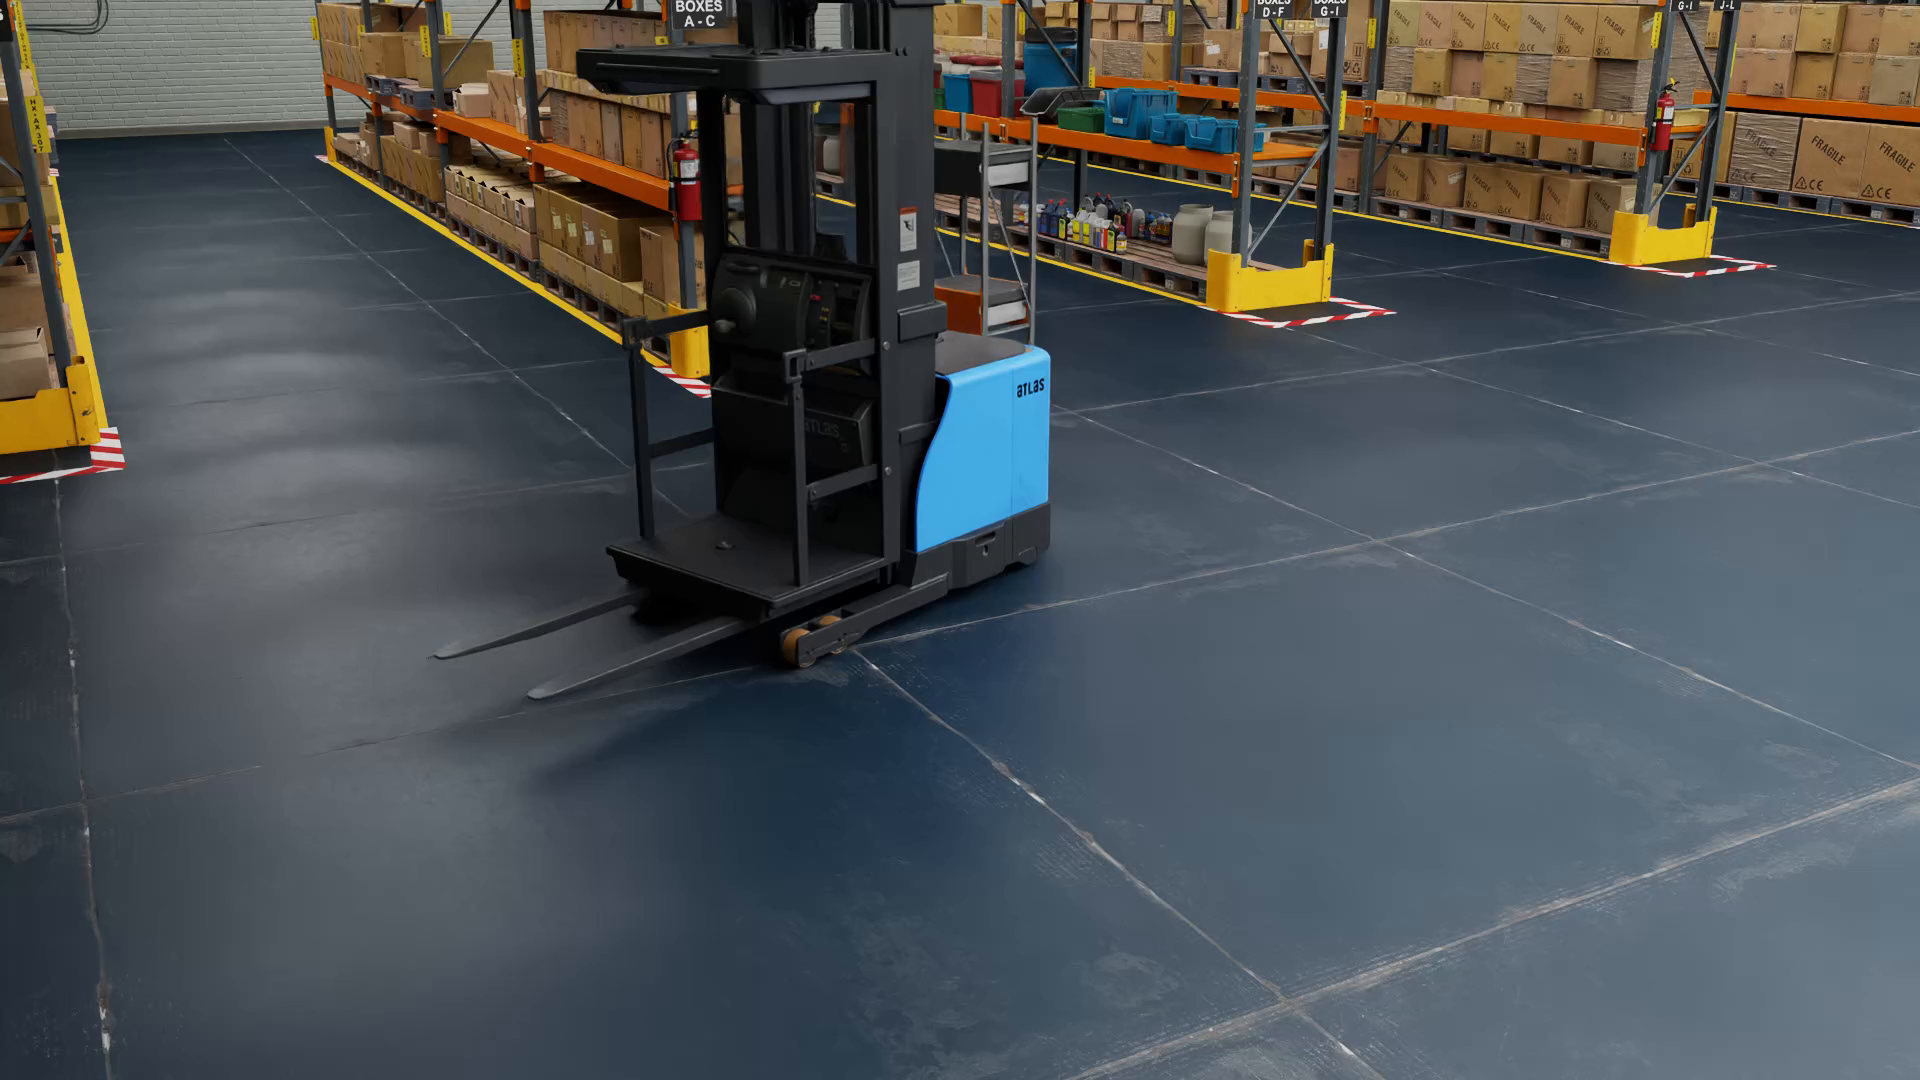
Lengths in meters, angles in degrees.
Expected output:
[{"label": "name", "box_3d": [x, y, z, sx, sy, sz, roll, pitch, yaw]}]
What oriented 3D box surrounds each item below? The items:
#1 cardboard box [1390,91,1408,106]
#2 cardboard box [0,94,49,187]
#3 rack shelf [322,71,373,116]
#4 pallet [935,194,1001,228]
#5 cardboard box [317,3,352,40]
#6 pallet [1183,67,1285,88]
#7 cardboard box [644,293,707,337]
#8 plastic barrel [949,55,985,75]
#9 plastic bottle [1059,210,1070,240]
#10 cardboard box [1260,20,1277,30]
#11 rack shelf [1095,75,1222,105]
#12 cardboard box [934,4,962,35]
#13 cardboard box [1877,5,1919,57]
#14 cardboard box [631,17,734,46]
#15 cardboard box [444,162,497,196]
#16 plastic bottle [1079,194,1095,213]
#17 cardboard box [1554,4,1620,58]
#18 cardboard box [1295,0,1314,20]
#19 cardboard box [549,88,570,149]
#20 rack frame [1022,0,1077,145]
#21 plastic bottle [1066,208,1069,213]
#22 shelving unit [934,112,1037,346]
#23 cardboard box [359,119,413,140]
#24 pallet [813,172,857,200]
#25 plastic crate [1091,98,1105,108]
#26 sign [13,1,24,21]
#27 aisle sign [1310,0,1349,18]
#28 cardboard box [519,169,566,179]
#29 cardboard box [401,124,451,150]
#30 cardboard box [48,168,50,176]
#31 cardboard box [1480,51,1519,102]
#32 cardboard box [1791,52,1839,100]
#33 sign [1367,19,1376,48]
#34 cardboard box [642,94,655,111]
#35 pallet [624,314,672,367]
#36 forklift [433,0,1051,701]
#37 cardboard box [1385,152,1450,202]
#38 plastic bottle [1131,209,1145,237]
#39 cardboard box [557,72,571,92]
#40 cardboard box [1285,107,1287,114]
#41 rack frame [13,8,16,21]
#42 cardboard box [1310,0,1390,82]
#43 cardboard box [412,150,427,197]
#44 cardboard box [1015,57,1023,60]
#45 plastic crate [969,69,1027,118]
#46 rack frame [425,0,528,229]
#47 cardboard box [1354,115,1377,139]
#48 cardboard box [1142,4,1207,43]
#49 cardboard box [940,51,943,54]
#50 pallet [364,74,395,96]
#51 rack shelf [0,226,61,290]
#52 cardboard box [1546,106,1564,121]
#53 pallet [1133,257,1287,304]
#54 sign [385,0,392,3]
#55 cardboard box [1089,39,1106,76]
[{"label": "cardboard box", "box_3d": [5.203, -5.107, 19.217, 0.380, 0.149, 0.250, -10, 21, -27]}, {"label": "cardboard box", "box_3d": [-5.882, -2.434, 10.137, 0.500, 0.500, 0.500, -10, 21, -27]}, {"label": "rack shelf", "box_3d": [-8.210, -6.405, 23.697, 1.077, 0.370, 4.000, -10, 21, -27]}, {"label": "pallet", "box_3d": [-0.091, -3.892, 19.588, 1.003, 0.211, 1.213, -10, 21, -27]}, {"label": "cardboard box", "box_3d": [-9.181, -7.671, 24.576, 0.500, 0.500, 0.500, -9, 21, -25]}, {"label": "pallet", "box_3d": [3.791, -6.277, 22.518, 1.213, 0.211, 1.003, -10, 21, -27]}, {"label": "cardboard box", "box_3d": [-2.077, -1.733, 12.626, 0.500, 0.250, 0.500, -10, 21, -27]}, {"label": "plastic barrel", "box_3d": [0.084, -5.348, 19.323, 0.433, 0.535, 0.433, 0, 19, 0]}, {"label": "plastic bottle", "box_3d": [1.049, -3.160, 16.681, 0.061, 0.283, 0.133, -9, 21, -24]}, {"label": "cardboard box", "box_3d": [5.394, -8.726, 28.712, 0.500, 0.500, 0.500, -10, 21, -27]}, {"label": "rack shelf", "box_3d": [2.409, -6.790, 24.813, 1.077, 0.370, 4.000, -10, 21, -27]}, {"label": "cardboard box", "box_3d": [-0.212, -8.953, 28.604, 0.500, 0.500, 0.500, -11, 22, -28]}, {"label": "cardboard box", "box_3d": [11.086, -5.836, 19.060, 0.875, 0.550, 0.550, -10, 21, -27]}, {"label": "cardboard box", "box_3d": [-2.052, -3.688, 12.578, 0.700, 0.500, 0.500, -11, 22, -28]}, {"label": "cardboard box", "box_3d": [-5.371, -3.990, 18.309, 0.500, 0.311, 0.500, -9, 21, -25]}, {"label": "plastic bottle", "box_3d": [1.332, -3.434, 17.370, 0.144, 0.351, 0.185, -10, 21, -27]}, {"label": "cardboard box", "box_3d": [6.436, -5.182, 16.908, 0.500, 0.500, 0.500, -10, 21, -27]}, {"label": "cardboard box", "box_3d": [5.872, -9.271, 28.758, 0.500, 0.500, 0.500, -9, 21, -25]}, {"label": "cardboard box", "box_3d": [-3.246, -3.795, 14.878, 0.700, 0.500, 0.500, -11, 22, -28]}, {"label": "rack frame", "box_3d": [1.459, -7.704, 26.359, 1.000, 3.000, 0.127, -10, 21, -27]}, {"label": "plastic bottle", "box_3d": [1.092, -3.240, 16.930, 0.097, 0.271, 0.097, 0, 19, 0]}, {"label": "shelving unit", "box_3d": [0.068, -1.129, 8.685, 0.503, 2.100, 0.431, 17, 25, 40]}, {"label": "cardboard box", "box_3d": [-8.157, -5.737, 23.812, 0.797, 0.503, 0.637, -10, 21, -27]}, {"label": "pallet", "box_3d": [-1.411, -4.690, 21.900, 1.003, 0.211, 1.213, -10, 21, -27]}, {"label": "plastic crate", "box_3d": [1.664, -4.294, 16.706, 0.499, 0.251, 0.616, -10, 21, -27]}, {"label": "sign", "box_3d": [-13.034, -7.290, 23.021, 0.100, 0.325, 0.005, -10, 21, -27]}, {"label": "aisle sign", "box_3d": [3.091, -4.746, 13.800, 0.394, 0.787, 0.004, -10, 21, -27]}, {"label": "cardboard box", "box_3d": [-4.406, -3.780, 17.701, 0.500, 0.311, 0.500, -10, 21, -27]}, {"label": "cardboard box", "box_3d": [-6.532, -4.944, 20.368, 0.500, 0.250, 0.500, -10, 22, -28]}, {"label": "cardboard box", "box_3d": [-6.368, -2.379, 11.127, 0.500, 0.250, 0.500, -10, 22, -28]}, {"label": "cardboard box", "box_3d": [6.151, -5.030, 18.000, 0.875, 0.500, 0.500, -10, 21, -27]}, {"label": "cardboard box", "box_3d": [10.631, -5.649, 20.175, 0.875, 0.550, 0.500, -10, 21, -27]}, {"label": "sign", "box_3d": [4.771, -5.868, 19.263, 0.100, 0.325, 0.005, -10, 21, -27]}, {"label": "cardboard box", "box_3d": [-2.159, -3.308, 12.472, 0.380, 0.149, 0.250, -10, 22, -27]}, {"label": "pallet", "box_3d": [-1.962, -1.621, 13.005, 1.003, 0.211, 1.213, -10, 21, -27]}, {"label": "forklift", "box_3d": [-0.876, -1.027, 7.114, 1.130, 2.935, 3.031, 15, 24, 37]}, {"label": "cardboard box", "box_3d": [5.413, -4.303, 19.692, 0.500, 0.500, 0.500, -11, 22, -28]}, {"label": "plastic bottle", "box_3d": [1.777, -3.225, 16.881, 0.152, 0.276, 0.135, -10, 21, -26]}, {"label": "cardboard box", "box_3d": [-3.261, -3.975, 14.405, 0.380, 0.149, 0.250, -11, 22, -28]}, {"label": "cardboard box", "box_3d": [5.783, -7.647, 29.465, 0.380, 0.149, 0.250, -10, 21, -26]}, {"label": "rack frame", "box_3d": [-11.618, -5.402, 19.689, 1.000, 3.000, 0.127, -10, 21, -27]}, {"label": "cardboard box", "box_3d": [5.004, -6.139, 20.261, 1.000, 1.000, 1.000, -10, 21, -26]}, {"label": "cardboard box", "box_3d": [-6.257, -4.429, 20.027, 0.500, 0.500, 0.500, -11, 22, -29]}, {"label": "cardboard box", "box_3d": [1.026, -7.622, 26.507, 0.380, 0.149, 0.250, -10, 21, -26]}, {"label": "plastic crate", "box_3d": [0.400, -4.762, 17.736, 0.402, 0.464, 0.583, -10, 21, -27]}, {"label": "rack frame", "box_3d": [-5.361, -5.022, 18.588, 1.000, 3.000, 0.127, -10, 21, -27]}, {"label": "cardboard box", "box_3d": [6.721, -6.759, 26.810, 0.500, 0.500, 0.500, -11, 22, -29]}, {"label": "cardboard box", "box_3d": [3.026, -7.290, 23.467, 0.797, 0.503, 0.637, -9, 21, -25]}, {"label": "cardboard box", "box_3d": [-0.192, -8.359, 28.642, 0.380, 0.149, 0.250, -10, 22, -27]}, {"label": "pallet", "box_3d": [-6.977, -5.834, 21.233, 1.003, 0.211, 1.213, -10, 21, -27]}, {"label": "rack shelf", "box_3d": [-6.870, -2.192, 11.487, 1.077, 0.370, 4.000, -10, 21, -27]}, {"label": "cardboard box", "box_3d": [6.371, -4.478, 17.396, 0.380, 0.149, 0.250, -10, 21, -27]}, {"label": "pallet", "box_3d": [2.340, -2.422, 15.328, 1.003, 0.211, 1.213, -10, 21, -27]}, {"label": "sign", "box_3d": [-8.662, -8.096, 25.235, 0.100, 0.325, 0.005, -10, 21, -27]}, {"label": "cardboard box", "box_3d": [2.184, -7.145, 24.586, 0.500, 0.500, 0.500, -10, 21, -26]}]
